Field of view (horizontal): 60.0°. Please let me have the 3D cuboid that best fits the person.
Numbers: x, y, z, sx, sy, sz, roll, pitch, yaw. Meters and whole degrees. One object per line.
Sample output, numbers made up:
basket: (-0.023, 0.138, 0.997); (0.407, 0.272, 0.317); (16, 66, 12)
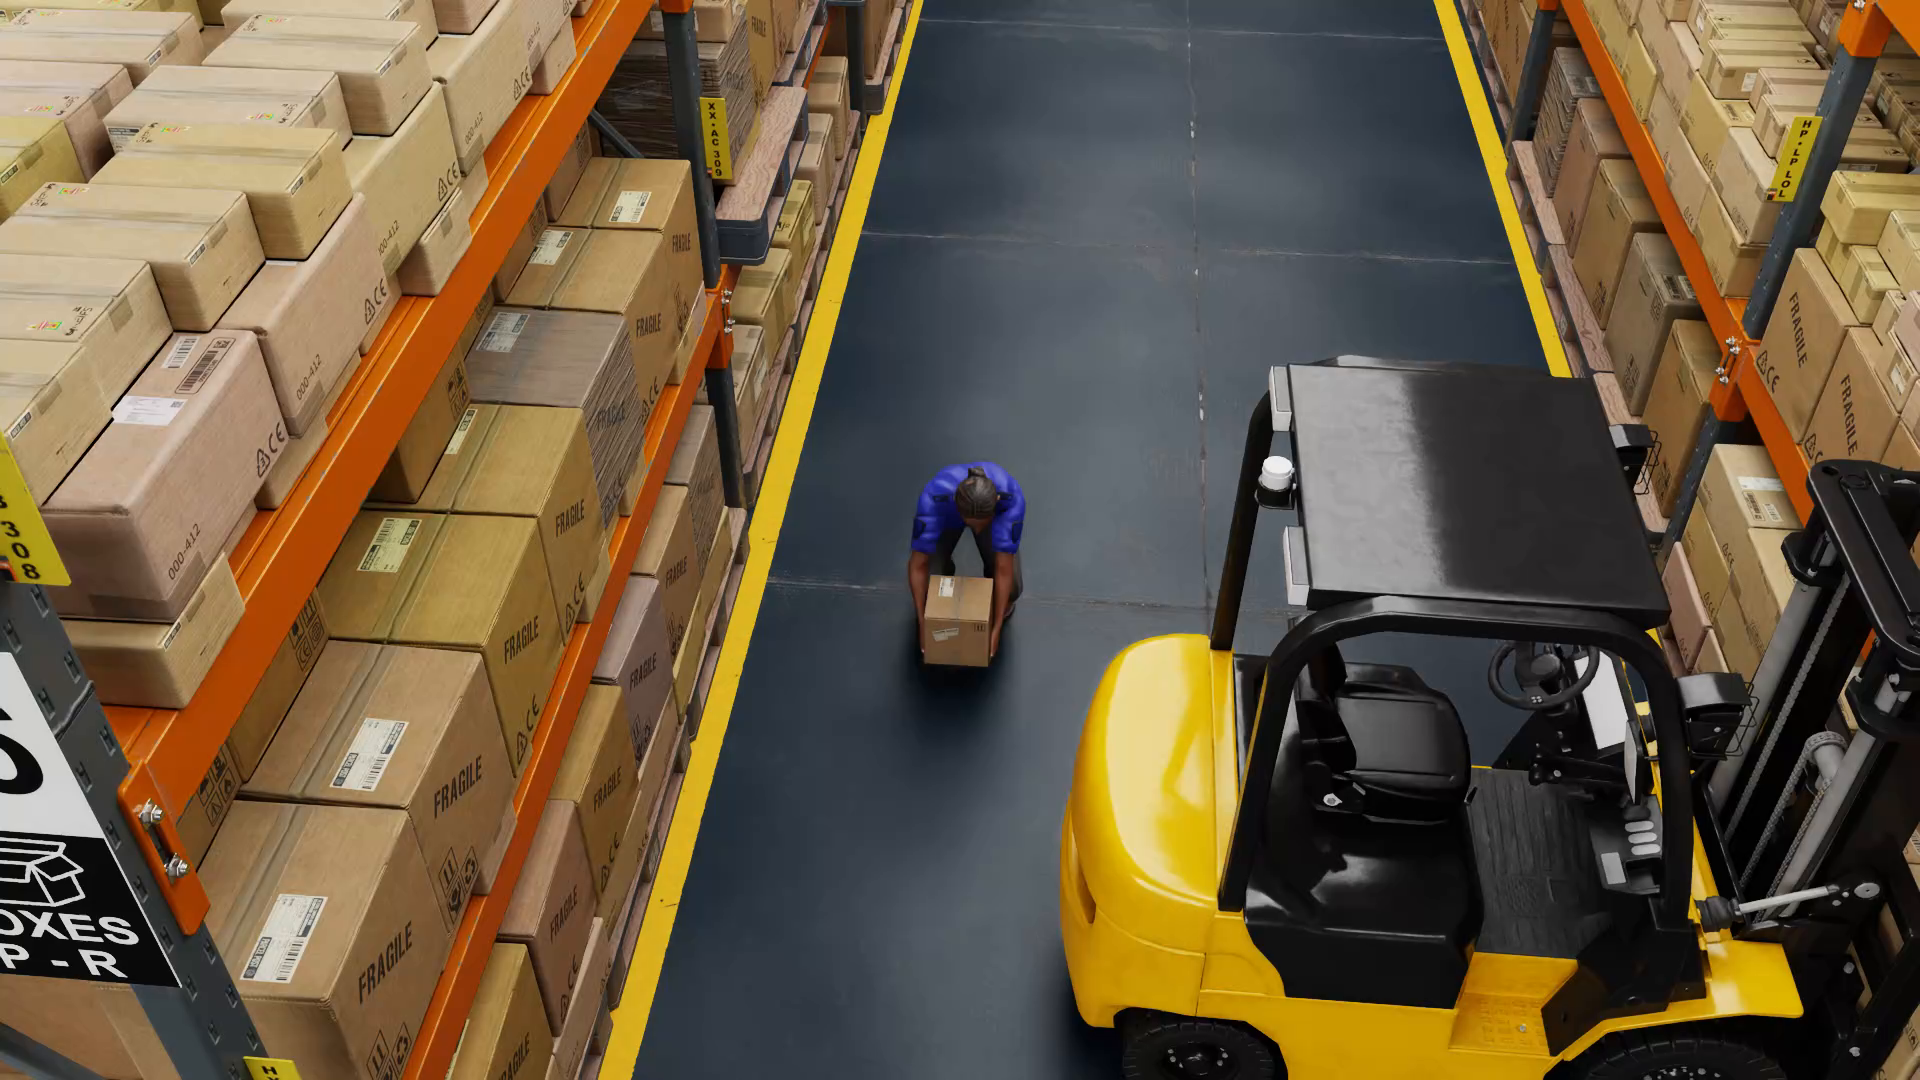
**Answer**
person: (0.029, 0.003, 6.728); (0.470, 0.937, 0.843); (3, 40, 3)
